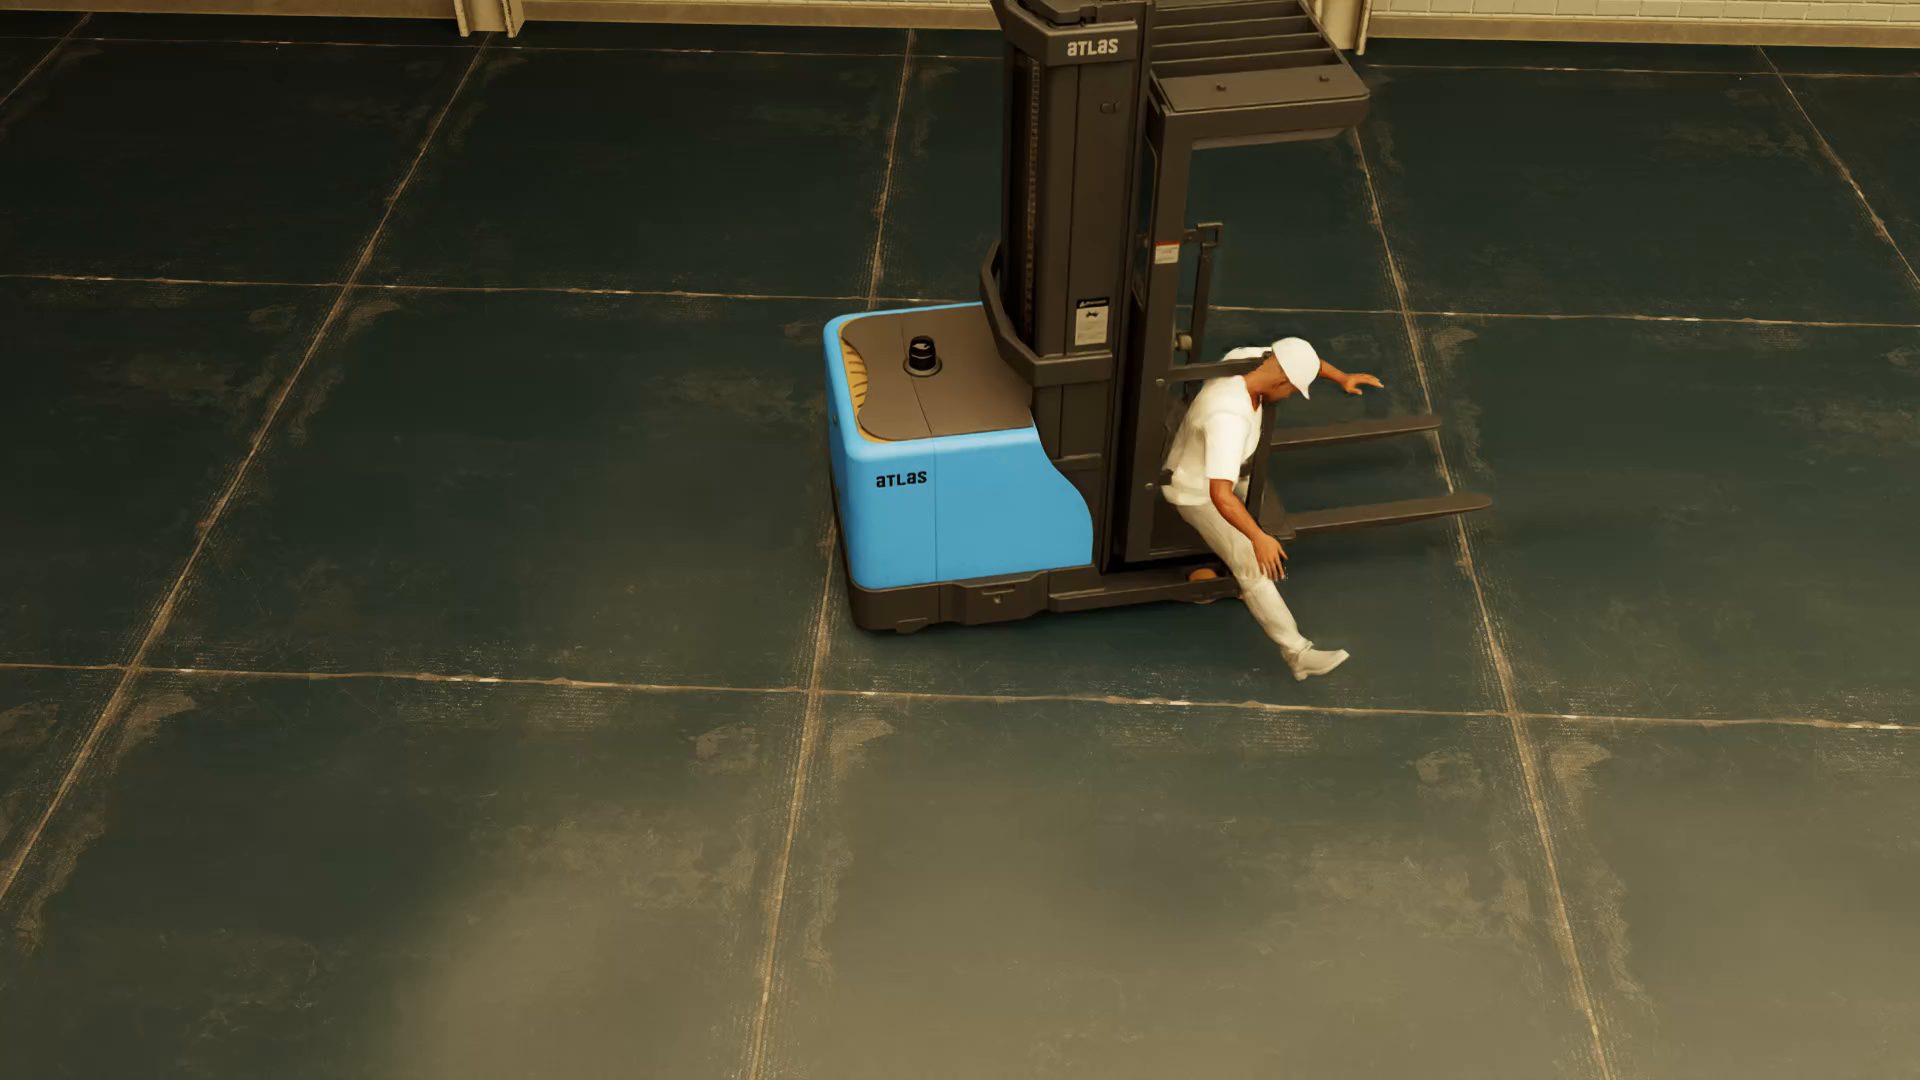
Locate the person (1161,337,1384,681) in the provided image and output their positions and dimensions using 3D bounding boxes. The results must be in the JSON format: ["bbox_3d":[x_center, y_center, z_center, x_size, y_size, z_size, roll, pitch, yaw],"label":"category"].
[{"bbox_3d":[1.339,-0.251,7.153,1.121,1.439,1.059,20,46,20],"label":"person"}]

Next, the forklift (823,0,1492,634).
[{"bbox_3d":[0.941,-1.138,6.989,3.031,2.935,1.130,-7,43,-7],"label":"forklift"}]
